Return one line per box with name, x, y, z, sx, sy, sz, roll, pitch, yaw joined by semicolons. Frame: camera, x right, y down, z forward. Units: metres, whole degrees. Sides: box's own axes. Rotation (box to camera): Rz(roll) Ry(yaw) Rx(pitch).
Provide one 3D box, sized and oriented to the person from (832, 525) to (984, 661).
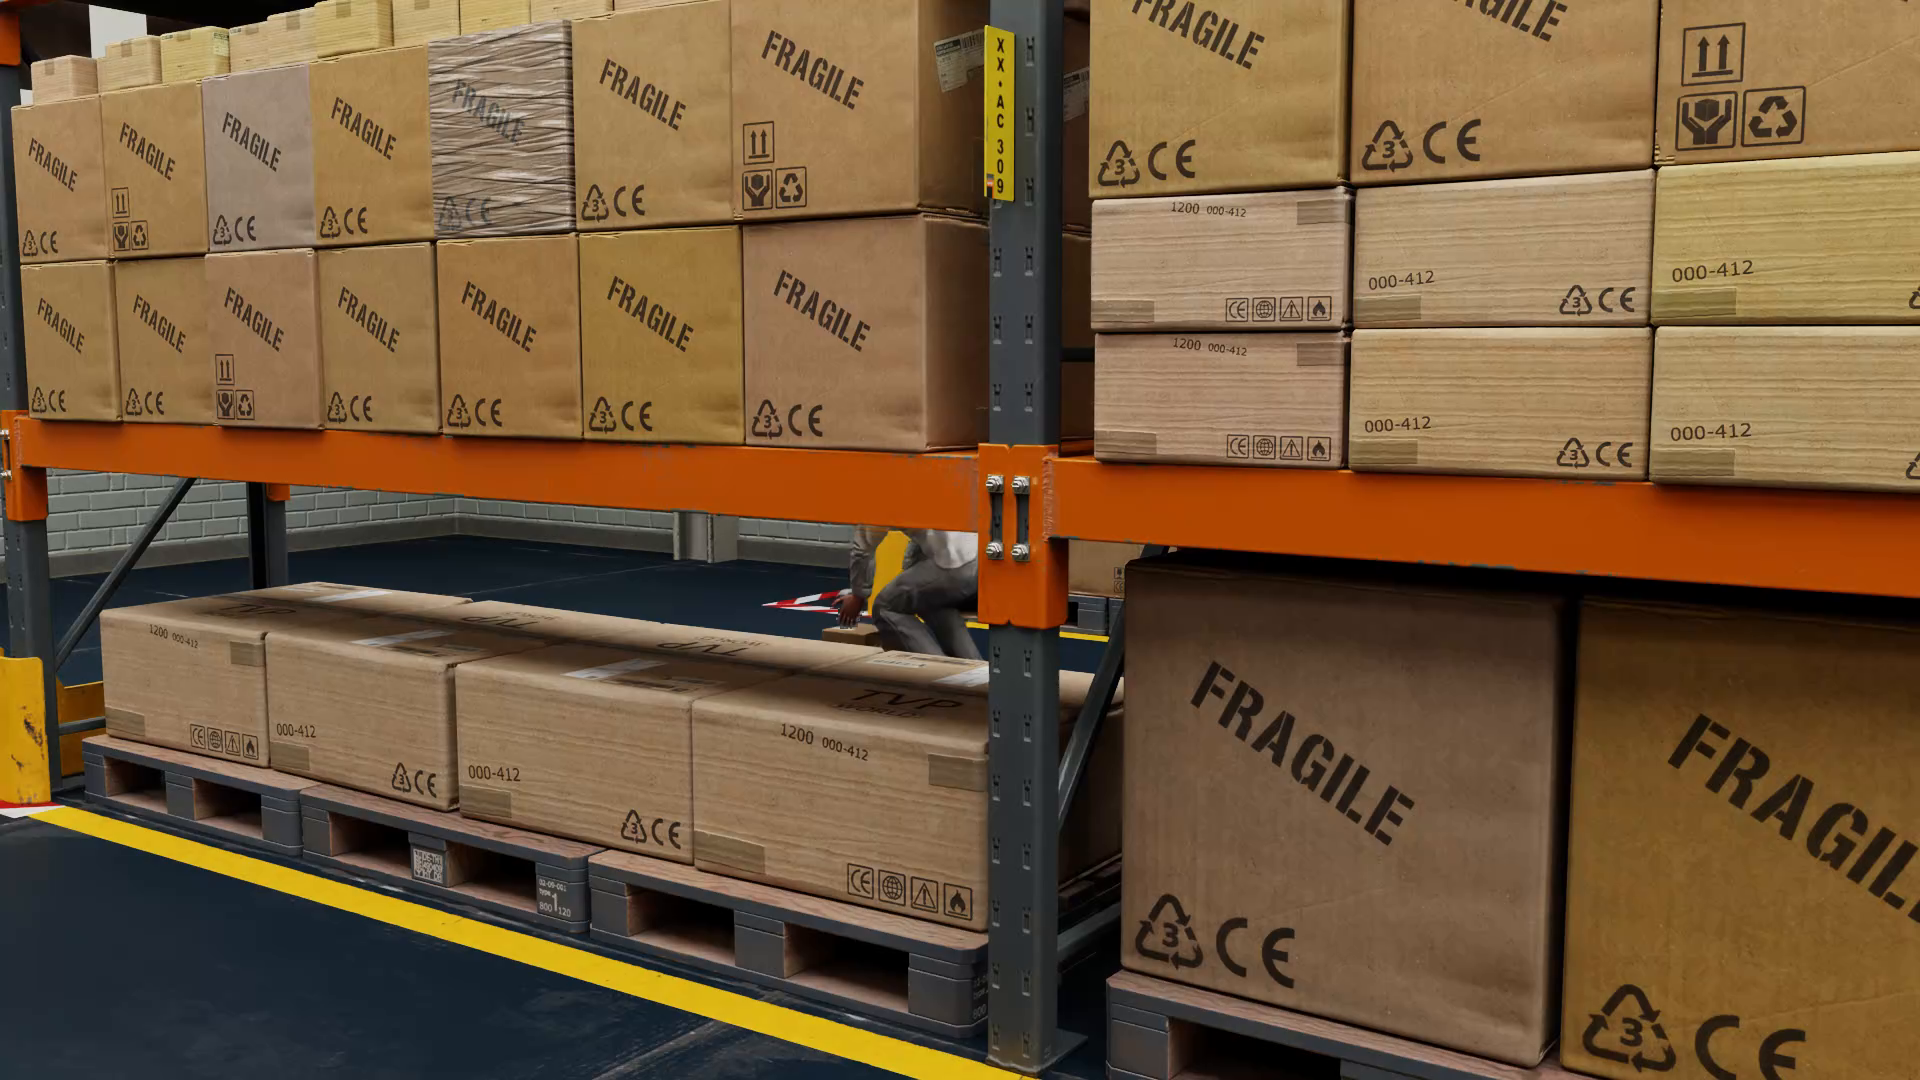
person;-0.186;0.100;7.463;0.844;1.182;0.568;4;7;33
